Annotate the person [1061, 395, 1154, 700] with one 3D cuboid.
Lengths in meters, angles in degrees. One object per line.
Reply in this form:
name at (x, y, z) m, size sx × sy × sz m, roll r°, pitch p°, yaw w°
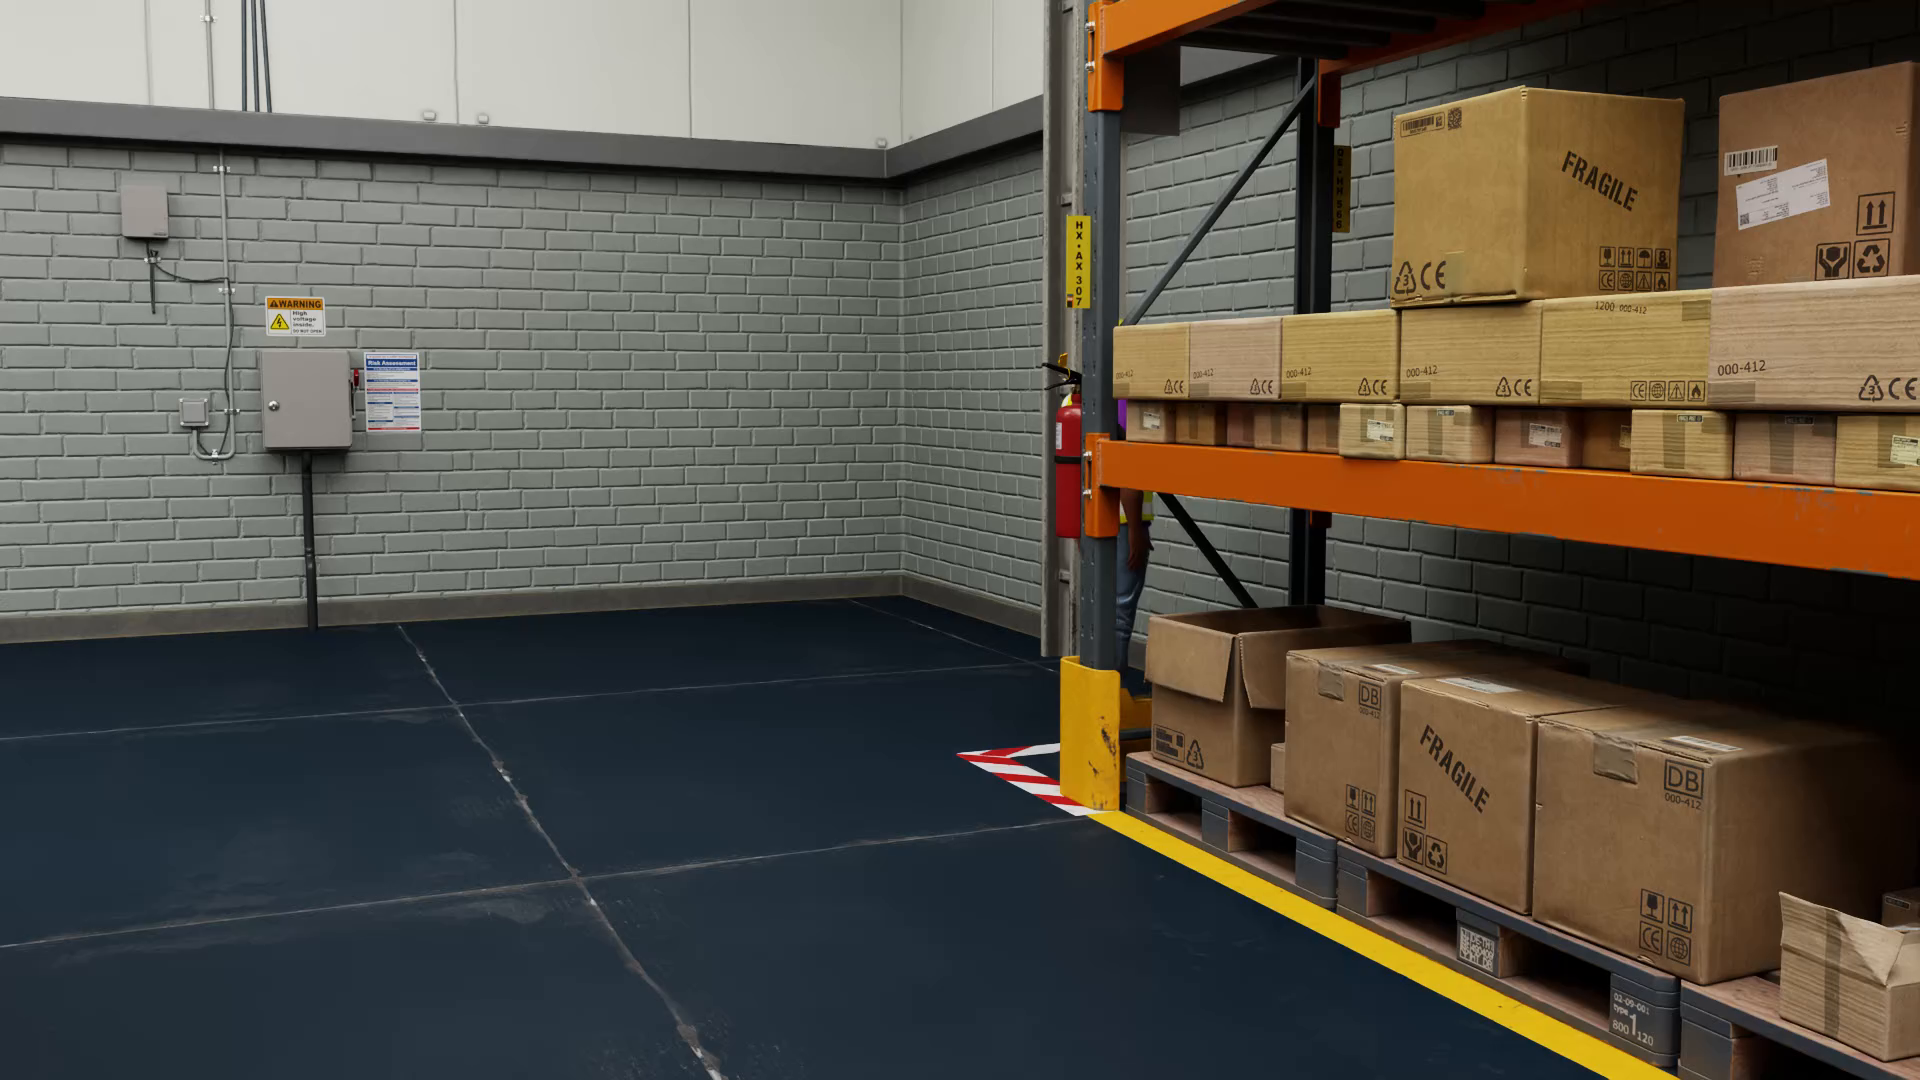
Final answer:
person at (0.679, -0.064, 7.354) m, size 0.380 × 1.763 × 0.564 m, roll -2°, pitch 6°, yaw -22°
